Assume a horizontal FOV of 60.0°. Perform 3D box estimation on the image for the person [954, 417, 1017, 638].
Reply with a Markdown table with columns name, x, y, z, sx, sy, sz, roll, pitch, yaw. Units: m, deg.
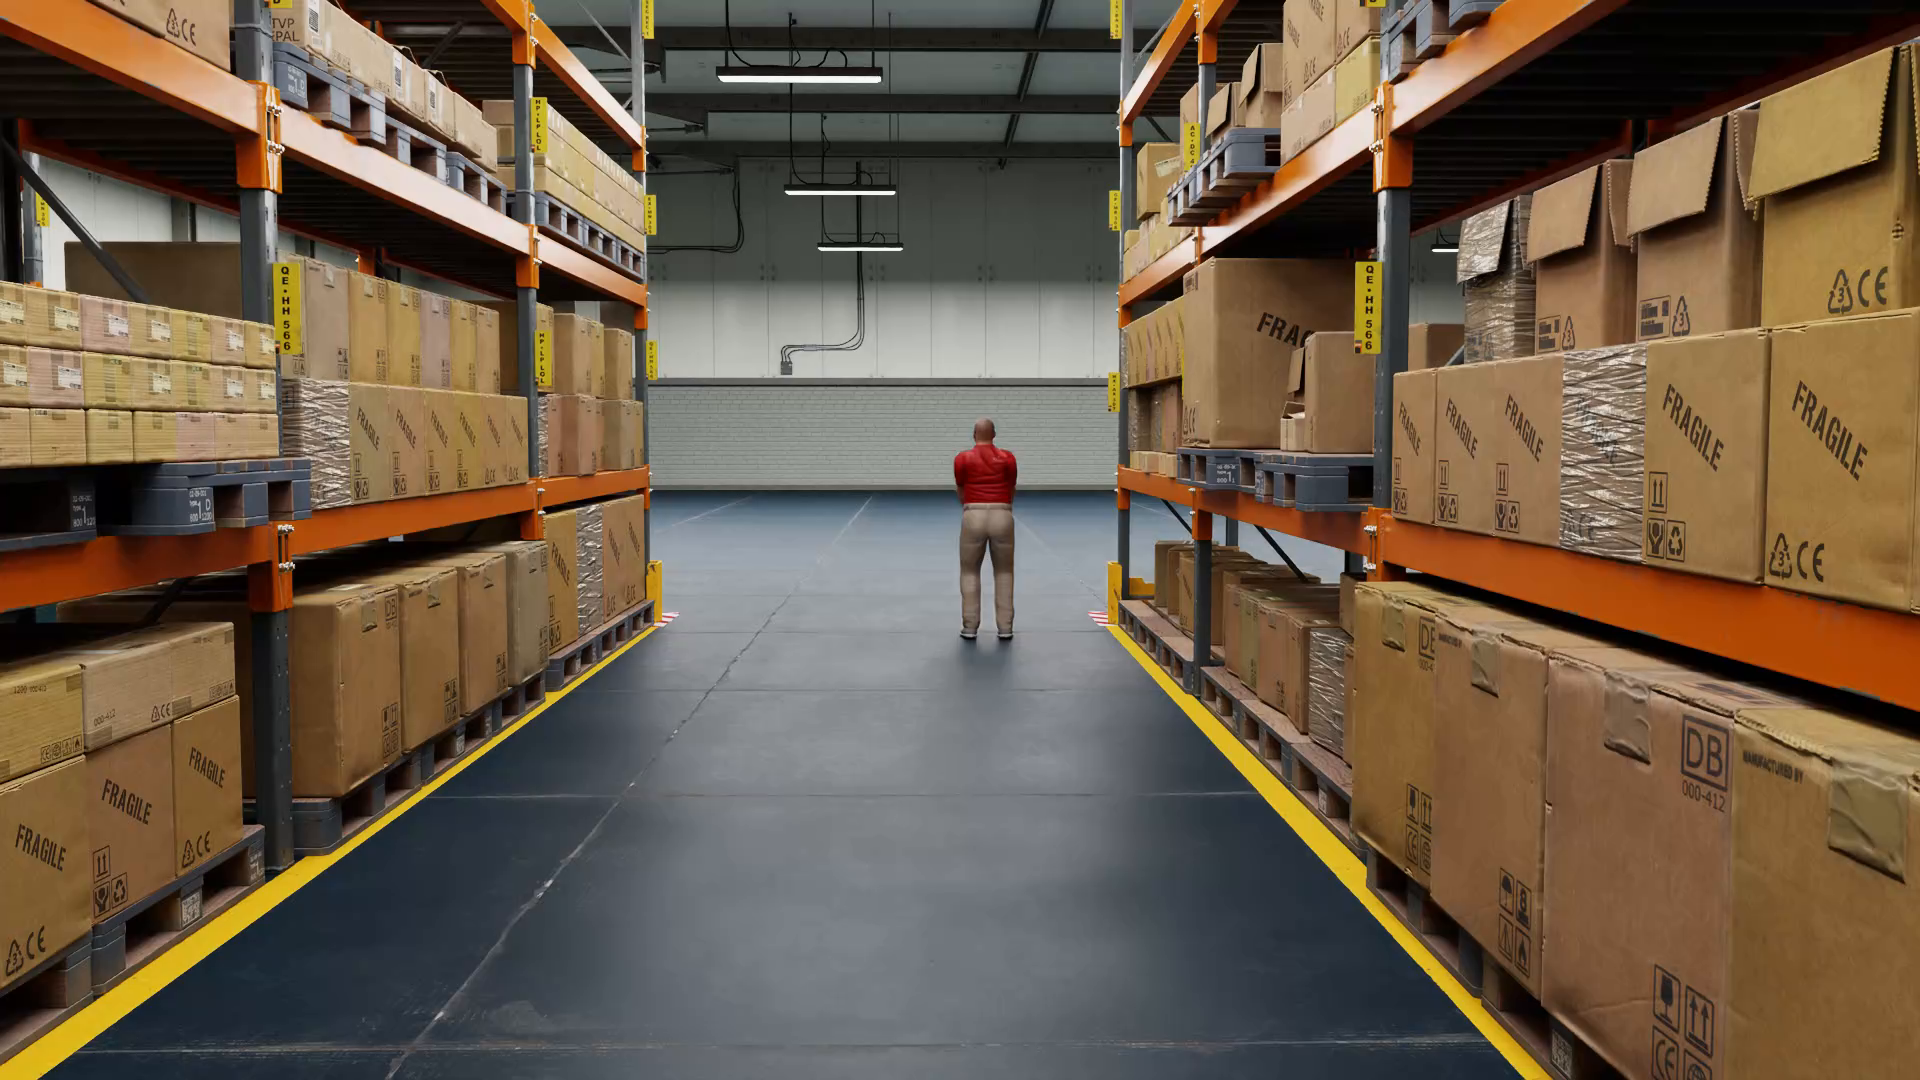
| name | x | y | z | sx | sy | sz | roll | pitch | yaw |
| --- | --- | --- | --- | --- | --- | --- | --- | --- | --- |
| person | 0.194 | -0.100 | 12.996 | 0.493 | 1.712 | 0.537 | 0 | 4 | -1 |
